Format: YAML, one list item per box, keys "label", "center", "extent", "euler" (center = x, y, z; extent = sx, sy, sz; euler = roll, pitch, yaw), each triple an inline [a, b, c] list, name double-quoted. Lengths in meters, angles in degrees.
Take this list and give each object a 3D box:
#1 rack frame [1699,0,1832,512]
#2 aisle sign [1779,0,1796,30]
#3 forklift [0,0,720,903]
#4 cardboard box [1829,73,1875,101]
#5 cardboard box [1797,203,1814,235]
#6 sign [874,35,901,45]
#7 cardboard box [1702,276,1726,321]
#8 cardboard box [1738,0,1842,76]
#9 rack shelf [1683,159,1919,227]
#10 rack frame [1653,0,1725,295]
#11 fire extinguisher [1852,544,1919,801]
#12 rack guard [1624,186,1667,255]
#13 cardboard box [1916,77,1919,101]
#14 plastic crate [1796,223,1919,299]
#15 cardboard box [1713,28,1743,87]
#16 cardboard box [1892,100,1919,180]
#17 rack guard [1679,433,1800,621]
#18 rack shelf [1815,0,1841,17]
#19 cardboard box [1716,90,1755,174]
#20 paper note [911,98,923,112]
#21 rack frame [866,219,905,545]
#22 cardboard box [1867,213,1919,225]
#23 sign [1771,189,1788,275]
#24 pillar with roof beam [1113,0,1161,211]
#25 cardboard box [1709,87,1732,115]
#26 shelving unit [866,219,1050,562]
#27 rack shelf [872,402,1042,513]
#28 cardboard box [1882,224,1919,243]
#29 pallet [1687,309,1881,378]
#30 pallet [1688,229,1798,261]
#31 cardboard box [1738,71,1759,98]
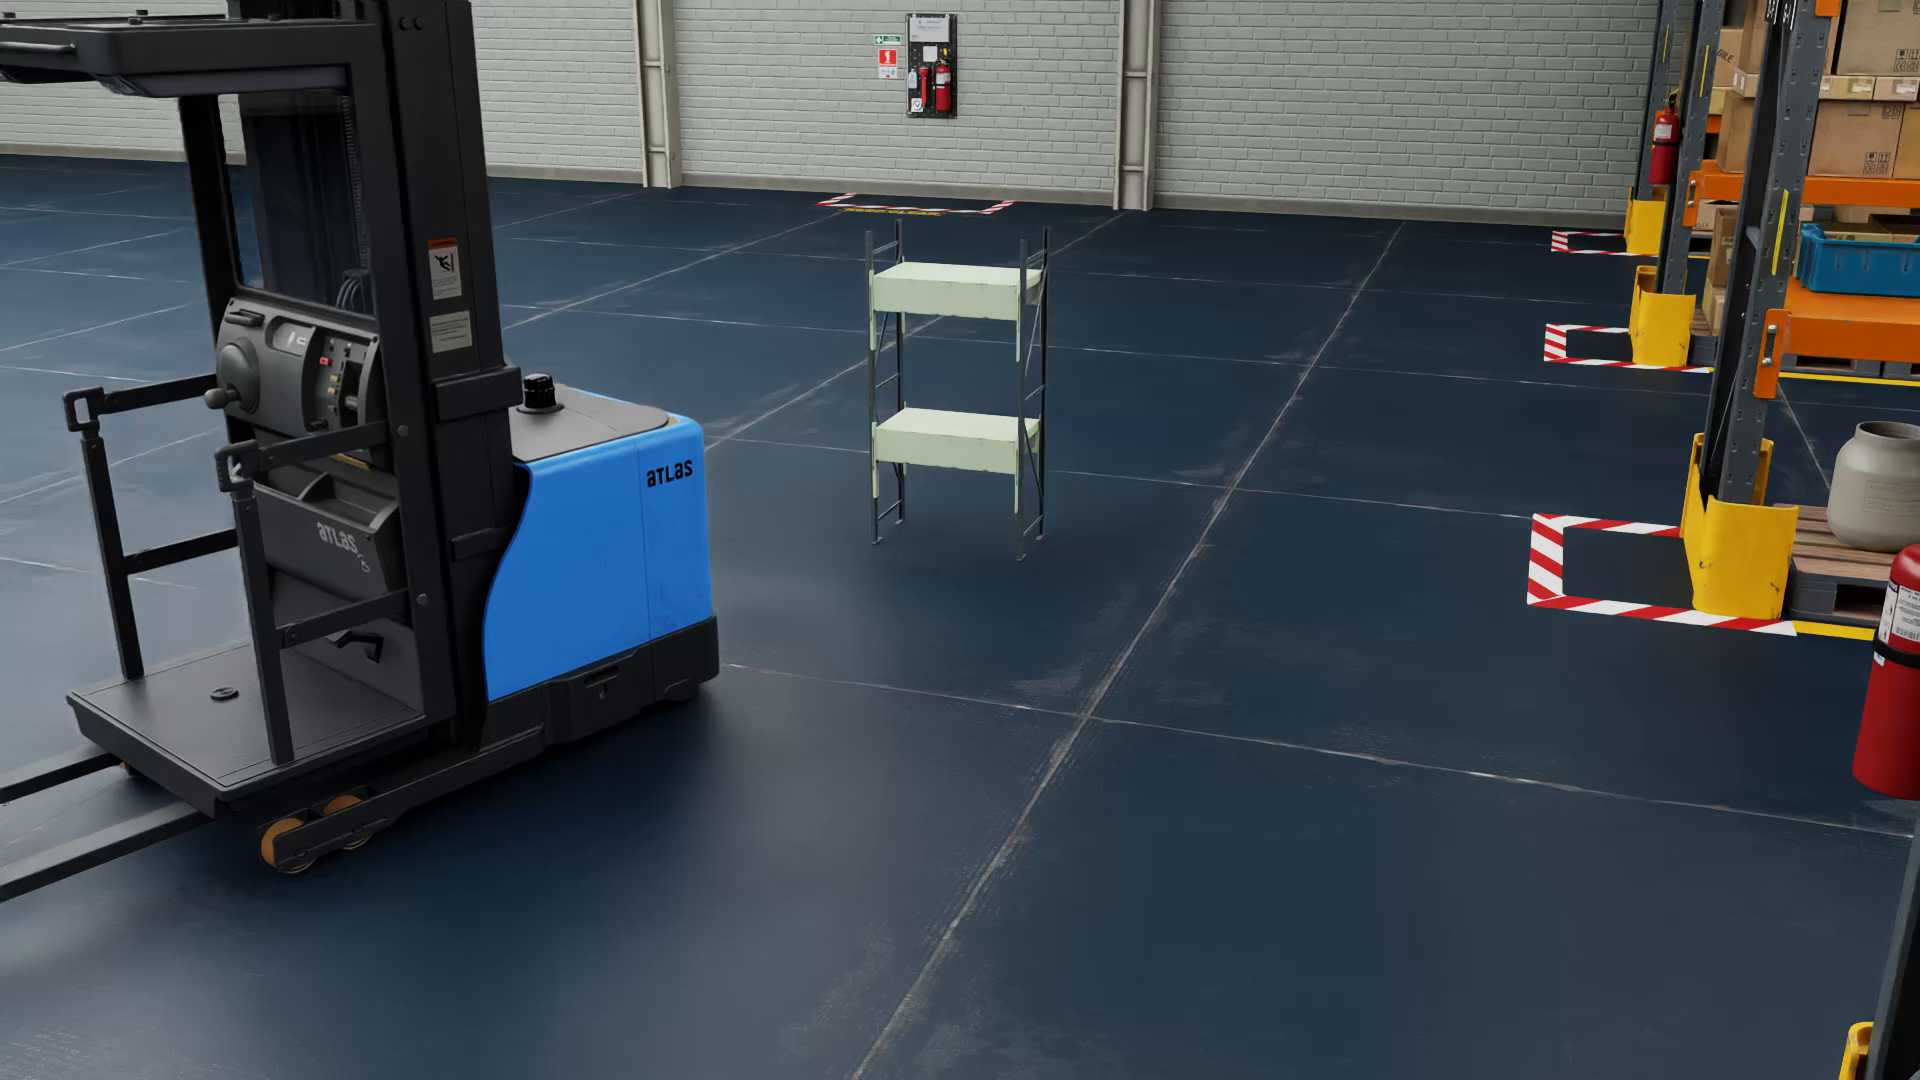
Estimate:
- label: "rack frame"
  center: [3.438, -1.260, 7.135]
  extent: [0.127, 3.000, 1.000]
  euler: [7, 20, 18]
- label: "aisle sign"
  center: [3.274, -2.405, 6.468]
  extent: [0.004, 0.787, 0.394]
  euler: [7, 20, 18]
- label: "forklift"
  center: [-2.262, -0.542, 5.179]
  extent: [1.130, 2.935, 3.031]
  euler: [16, 25, 38]
- label: "cardboard box"
  center: [5.853, -2.989, 10.957]
  extent: [0.250, 0.149, 0.380]
  euler: [7, 20, 18]
- label: "cardboard box"
  center: [7.852, -3.115, 15.871]
  extent: [0.500, 0.311, 0.500]
  euler: [8, 21, 23]
- label: "sign"
  center: [-0.842, -5.817, 19.347]
  extent: [0.331, 0.109, 0.001]
  euler: [7, 20, 18]
- label: "cardboard box"
  center: [5.671, -1.734, 12.033]
  extent: [0.500, 0.250, 0.500]
  euler: [7, 20, 18]
- label: "cardboard box"
  center: [5.554, -3.400, 11.150]
  extent: [0.500, 0.500, 0.700]
  euler: [7, 20, 18]
- label: "rack shelf"
  center: [6.957, -2.244, 11.051]
  extent: [4.000, 0.370, 1.077]
  euler: [7, 20, 18]
- label: "rack frame"
  center: [5.067, -2.800, 11.552]
  extent: [0.127, 3.000, 1.000]
  euler: [7, 20, 18]
- label: "fire extinguisher"
  center: [1.856, 0.160, 3.176]
  extent: [0.183, 0.674, 0.296]
  euler: [7, 20, 18]
- label: "rack guard"
  center: [6.761, -3.152, 16.360]
  extent: [0.348, 0.500, 1.175]
  euler: [7, 20, 18]
- label: "cardboard box"
  center: [6.343, -2.933, 10.797]
  extent: [0.250, 0.149, 0.380]
  euler: [6, 20, 16]
- label: "plastic crate"
  center: [4.009, -1.229, 7.271]
  extent: [0.616, 0.251, 0.499]
  euler: [7, 20, 18]
- label: "cardboard box"
  center: [7.042, -4.488, 15.454]
  extent: [0.500, 0.500, 0.500]
  euler: [7, 20, 18]
- label: "cardboard box"
  center: [6.469, -2.682, 11.062]
  extent: [0.500, 0.500, 0.700]
  euler: [7, 20, 18]
- label: "rack guard"
  center: [3.525, -0.087, 7.565]
  extent: [0.348, 0.500, 1.175]
  euler: [7, 20, 18]
- label: "rack shelf"
  center: [5.327, -2.121, 6.140]
  extent: [4.000, 0.370, 1.077]
  euler: [7, 20, 18]
- label: "cardboard box"
  center: [5.504, -2.793, 11.380]
  extent: [0.500, 0.500, 0.700]
  euler: [7, 20, 18]
- label: "paper note"
  center: [-0.500, -5.086, 19.447]
  extent: [0.142, 0.148, 0.016]
  euler: [7, 20, 18]
- label: "rack frame"
  center: [-0.352, -0.748, 7.945]
  extent: [0.023, 1.500, 0.400]
  euler: [7, 20, 18]
- label: "cardboard box"
  center: [6.621, -1.985, 11.615]
  extent: [0.500, 0.500, 0.500]
  euler: [7, 20, 18]
- label: "sign"
  center: [3.254, -1.221, 6.600]
  extent: [0.005, 0.325, 0.100]
  euler: [7, 20, 18]
- label: "pillar with roof beam"
  center: [0.554, -6.677, 13.558]
  extent: [0.400, 9.000, 9.100]
  euler: [7, 20, 18]
- label: "cardboard box"
  center: [7.046, -4.128, 15.559]
  extent: [0.500, 0.250, 0.500]
  euler: [6, 20, 16]
- label: "shelving unit"
  center: [-0.006, -0.709, 7.831]
  extent: [0.755, 1.500, 0.431]
  euler: [7, 20, 18]
- label: "rack shelf"
  center: [-0.006, -0.401, 7.939]
  extent: [0.720, 0.370, 0.431]
  euler: [7, 20, 18]
- label: "cardboard box"
  center: [6.450, -1.824, 11.151]
  extent: [0.500, 0.500, 0.500]
  euler: [7, 20, 18]
- label: "pallet"
  center: [5.803, -1.414, 11.812]
  extent: [1.213, 0.211, 1.003]
  euler: [7, 20, 18]
- label: "pallet"
  center: [7.517, -2.917, 16.124]
  extent: [1.213, 0.211, 1.003]
  euler: [7, 20, 18]
- label: "cardboard box"
  center: [5.367, -3.044, 11.115]
  extent: [0.250, 0.149, 0.380]
  euler: [6, 20, 18]
